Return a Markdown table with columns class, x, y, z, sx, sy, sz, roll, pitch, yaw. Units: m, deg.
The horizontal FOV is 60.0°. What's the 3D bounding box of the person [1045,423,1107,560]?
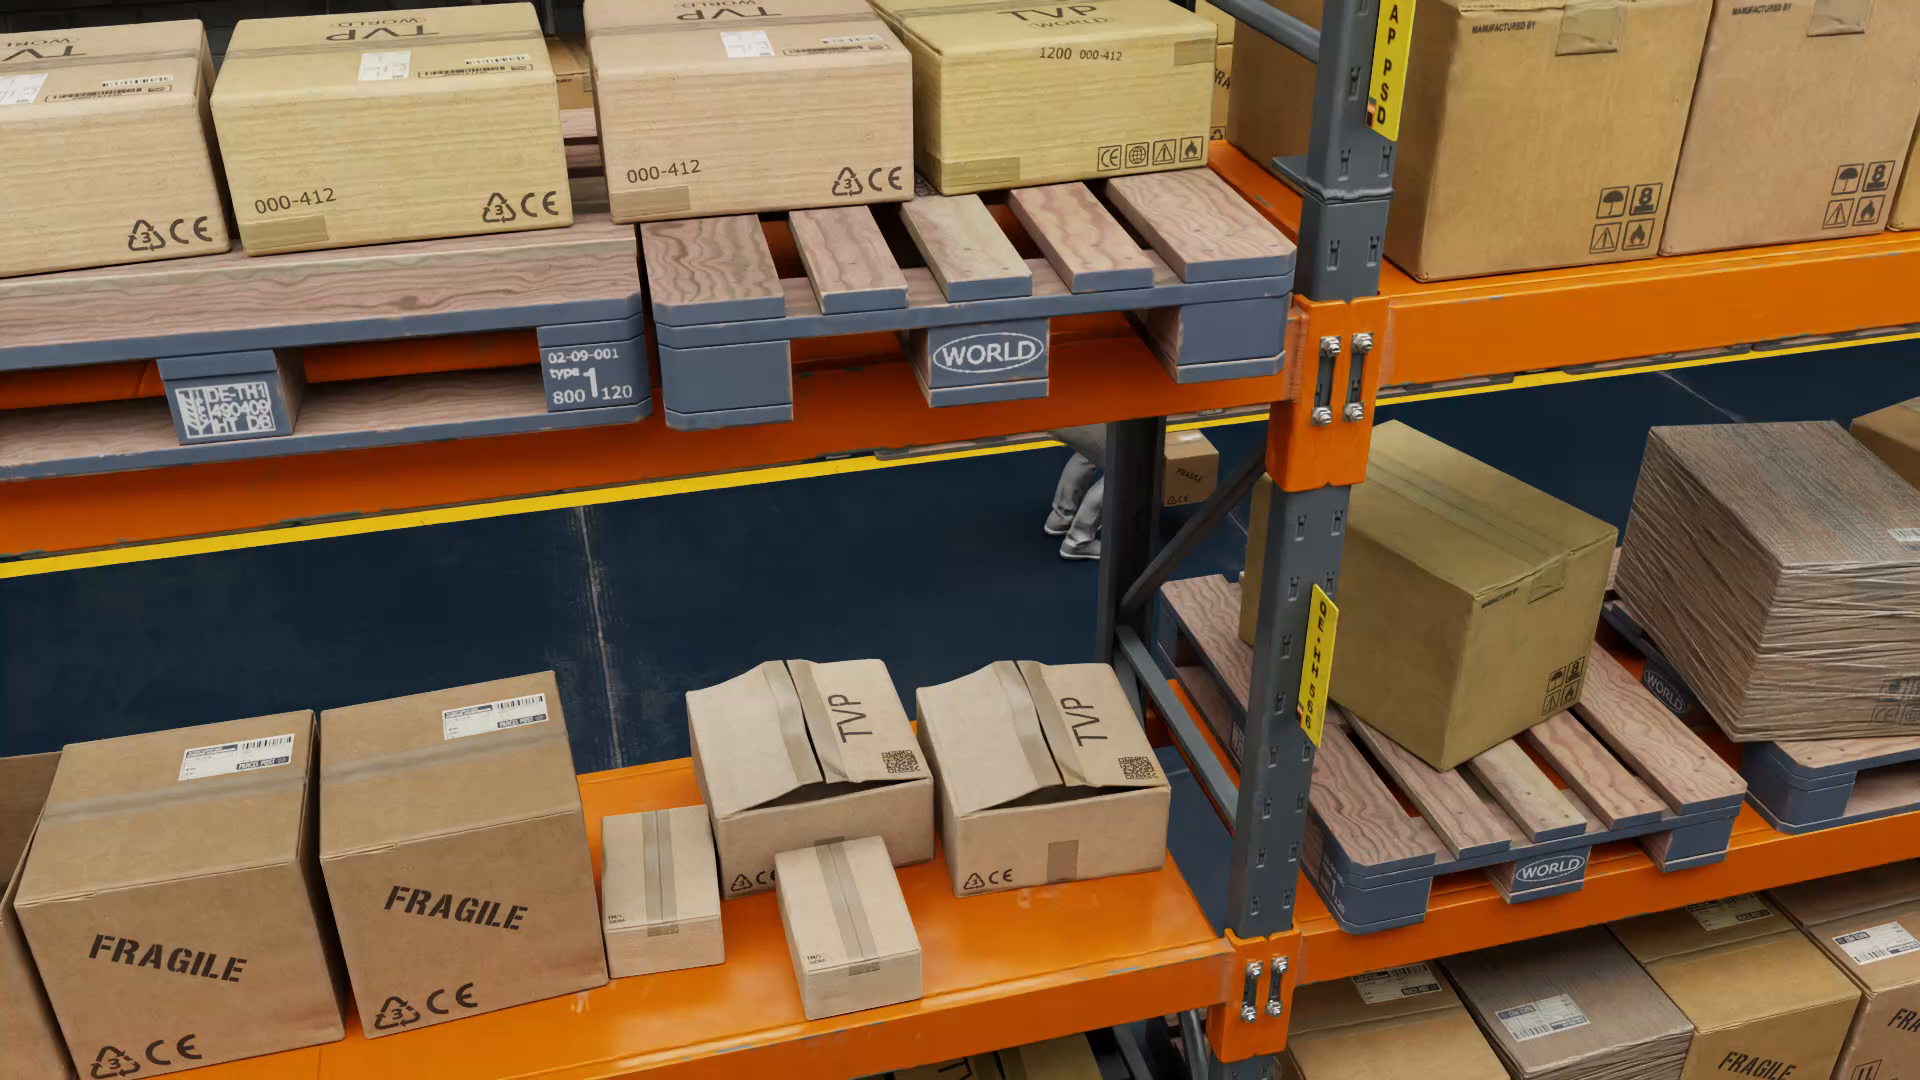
| class | x | y | z | sx | sy | sz | roll | pitch | yaw |
| --- | --- | --- | --- | --- | --- | --- | --- | --- | --- |
| person | 0.610 | -0.632 | 7.429 | 0.654 | 1.449 | 0.533 | -8 | 31 | -13 |
